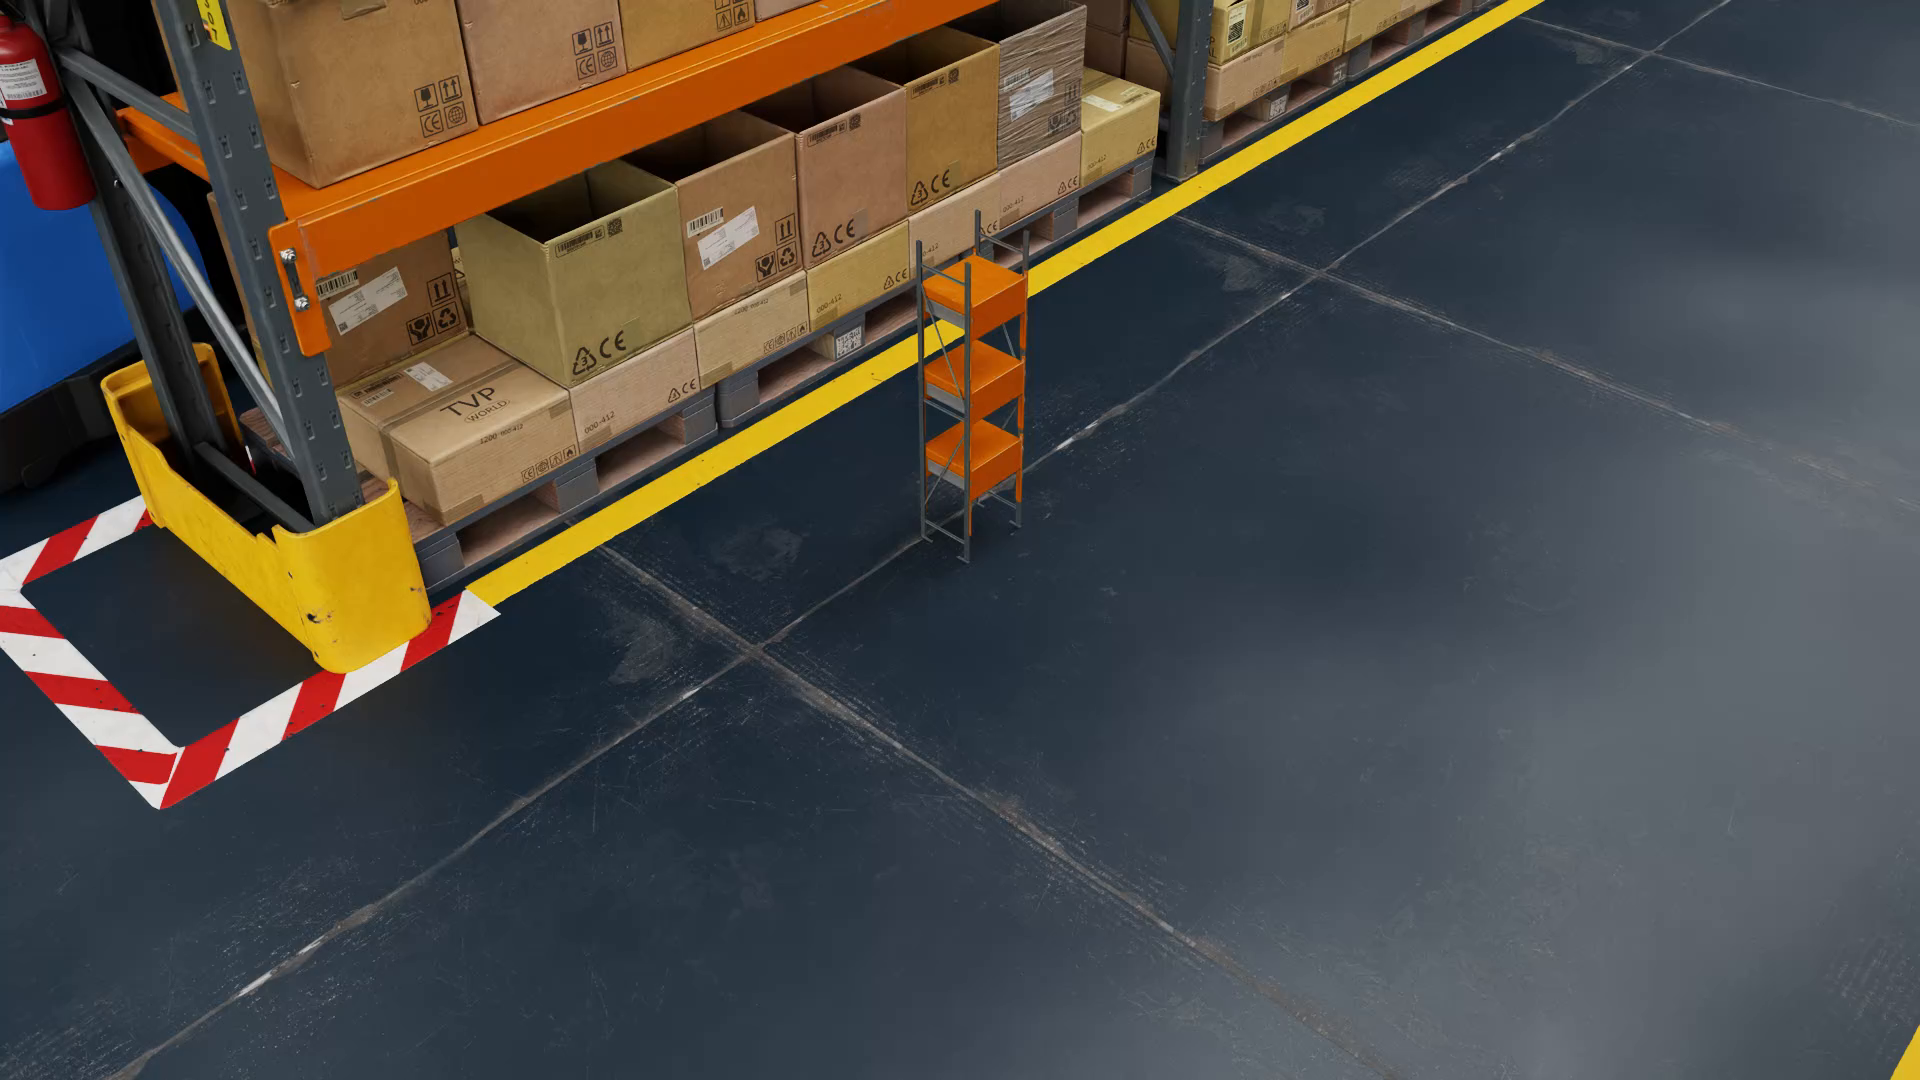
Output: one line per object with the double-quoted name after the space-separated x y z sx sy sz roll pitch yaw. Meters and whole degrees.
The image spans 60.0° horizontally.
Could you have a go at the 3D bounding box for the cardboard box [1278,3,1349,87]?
1.427 -2.350 7.668 0.500 0.250 0.500 31 48 33 "cardboard box"

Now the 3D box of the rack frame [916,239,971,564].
-0.046 -0.379 4.884 0.200 1.050 0.008 30 47 32 "rack frame"

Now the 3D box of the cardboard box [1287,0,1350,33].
1.430 -2.567 7.490 0.500 0.311 0.500 29 47 31 "cardboard box"

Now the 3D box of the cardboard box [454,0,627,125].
-1.398 -1.601 4.772 0.700 0.500 0.500 31 48 33 "cardboard box"

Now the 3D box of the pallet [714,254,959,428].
-0.765 -0.944 6.268 1.003 0.211 1.213 30 47 32 "pallet"

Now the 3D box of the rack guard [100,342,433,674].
-2.089 -0.120 4.999 1.175 0.500 0.348 30 47 32 "rack guard"

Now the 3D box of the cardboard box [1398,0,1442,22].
2.118 -2.823 8.262 0.500 0.250 0.500 31 48 33 "cardboard box"

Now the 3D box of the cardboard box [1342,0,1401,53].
1.774 -2.589 7.968 0.500 0.250 0.500 28 46 31 "cardboard box"

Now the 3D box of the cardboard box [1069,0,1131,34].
0.687 -2.561 7.482 0.500 0.311 0.500 30 47 32 "cardboard box"

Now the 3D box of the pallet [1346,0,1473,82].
1.917 -2.773 8.568 1.003 0.211 1.213 30 47 32 "pallet"

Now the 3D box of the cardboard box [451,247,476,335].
-1.601 -0.802 5.721 0.500 0.250 0.500 30 47 32 "cardboard box"

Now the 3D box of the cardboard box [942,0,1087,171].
0.128 -1.799 6.371 0.500 0.500 0.500 30 47 32 "cardboard box"

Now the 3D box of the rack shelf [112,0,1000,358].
-0.724 -1.746 5.614 1.077 0.370 4.000 30 47 32 "rack shelf"

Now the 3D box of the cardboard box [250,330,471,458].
-1.929 -0.568 5.426 0.500 0.250 0.500 30 47 32 "cardboard box"

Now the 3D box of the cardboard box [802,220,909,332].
-0.534 -1.039 6.018 0.500 0.250 0.500 30 47 32 "cardboard box"

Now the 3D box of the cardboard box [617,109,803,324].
-0.883 -1.109 5.504 0.500 0.500 0.500 30 47 32 "cardboard box"

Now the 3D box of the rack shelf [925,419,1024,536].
0.036 -0.210 5.134 0.215 0.259 0.240 30 47 32 "rack shelf"

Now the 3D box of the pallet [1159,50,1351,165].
1.094 -2.210 7.860 1.003 0.211 1.213 30 47 32 "pallet"

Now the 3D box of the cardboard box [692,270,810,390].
-0.875 -0.811 5.732 0.500 0.250 0.500 30 47 32 "cardboard box"

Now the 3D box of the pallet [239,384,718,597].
-1.588 -0.387 5.566 1.003 0.211 1.213 30 47 32 "pallet"

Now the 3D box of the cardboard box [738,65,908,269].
-0.533 -1.332 5.784 0.500 0.500 0.500 30 47 32 "cardboard box"

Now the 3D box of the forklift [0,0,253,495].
-2.848 -2.166 5.619 1.130 2.935 3.031 19 42 22 "forklift"

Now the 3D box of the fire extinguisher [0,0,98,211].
-2.496 -1.219 4.436 0.296 0.674 0.183 30 47 32 "fire extinguisher"

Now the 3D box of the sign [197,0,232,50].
-1.667 -1.243 3.644 0.100 0.325 0.005 30 47 32 "sign"

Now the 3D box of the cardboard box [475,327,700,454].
-1.212 -0.581 5.443 0.500 0.250 0.500 30 47 32 "cardboard box"

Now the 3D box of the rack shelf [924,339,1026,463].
0.036 -0.427 4.961 0.215 0.259 0.240 30 47 32 "rack shelf"

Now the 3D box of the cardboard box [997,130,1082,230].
0.130 -1.504 6.604 0.500 0.250 0.500 30 47 32 "cardboard box"

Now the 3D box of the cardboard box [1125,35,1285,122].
1.081 -2.116 7.373 0.500 0.250 0.500 28 47 31 "cardboard box"

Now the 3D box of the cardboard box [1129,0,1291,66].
1.088 -2.340 7.203 0.500 0.311 0.500 30 47 32 "cardboard box"

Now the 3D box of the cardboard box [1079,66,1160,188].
0.474 -1.730 6.887 0.500 0.250 0.500 30 47 32 "cardboard box"

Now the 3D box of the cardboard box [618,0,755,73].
-1.059 -1.826 5.056 0.700 0.500 0.500 30 47 32 "cardboard box"

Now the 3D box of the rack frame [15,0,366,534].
-2.073 -1.109 4.235 1.000 3.000 0.127 30 47 32 "rack frame"

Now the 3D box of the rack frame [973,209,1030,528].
0.118 -0.492 5.025 0.200 1.050 0.008 30 47 32 "rack frame"

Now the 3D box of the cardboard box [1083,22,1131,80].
0.691 -2.347 7.663 0.500 0.250 0.500 29 47 31 "cardboard box"

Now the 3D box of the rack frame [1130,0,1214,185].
0.626 -2.947 6.546 1.000 3.000 0.127 30 47 32 "rack frame"

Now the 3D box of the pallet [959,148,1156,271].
0.058 -1.508 6.976 1.003 0.211 1.213 30 47 32 "pallet"

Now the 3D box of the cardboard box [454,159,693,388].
-1.211 -0.874 5.209 0.500 0.500 0.500 30 47 32 "cardboard box"

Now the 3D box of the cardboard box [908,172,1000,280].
-0.197 -1.269 6.307 0.500 0.250 0.500 30 47 32 "cardboard box"

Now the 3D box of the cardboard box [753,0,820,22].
-0.706 -2.070 5.362 0.700 0.500 0.500 31 48 33 "cardboard box"

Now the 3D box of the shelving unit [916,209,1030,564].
0.036 -0.435 4.954 0.215 1.050 0.252 30 47 32 "shelving unit"

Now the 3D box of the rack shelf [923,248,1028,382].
0.036 -0.649 4.784 0.215 0.259 0.240 30 47 32 "rack shelf"

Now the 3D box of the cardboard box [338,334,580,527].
-1.547 -0.350 5.152 0.500 0.250 0.500 30 47 32 "cardboard box"

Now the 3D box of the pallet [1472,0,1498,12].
2.740 -3.331 9.269 1.003 0.211 1.213 30 47 32 "pallet"

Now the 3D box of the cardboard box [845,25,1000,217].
-0.206 -1.567 6.080 0.500 0.500 0.500 30 47 32 "cardboard box"

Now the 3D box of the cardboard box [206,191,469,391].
-1.931 -0.862 5.193 0.500 0.500 0.500 30 47 32 "cardboard box"

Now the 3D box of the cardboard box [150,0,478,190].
-1.748 -1.357 4.466 0.700 0.500 0.500 30 47 32 "cardboard box"
